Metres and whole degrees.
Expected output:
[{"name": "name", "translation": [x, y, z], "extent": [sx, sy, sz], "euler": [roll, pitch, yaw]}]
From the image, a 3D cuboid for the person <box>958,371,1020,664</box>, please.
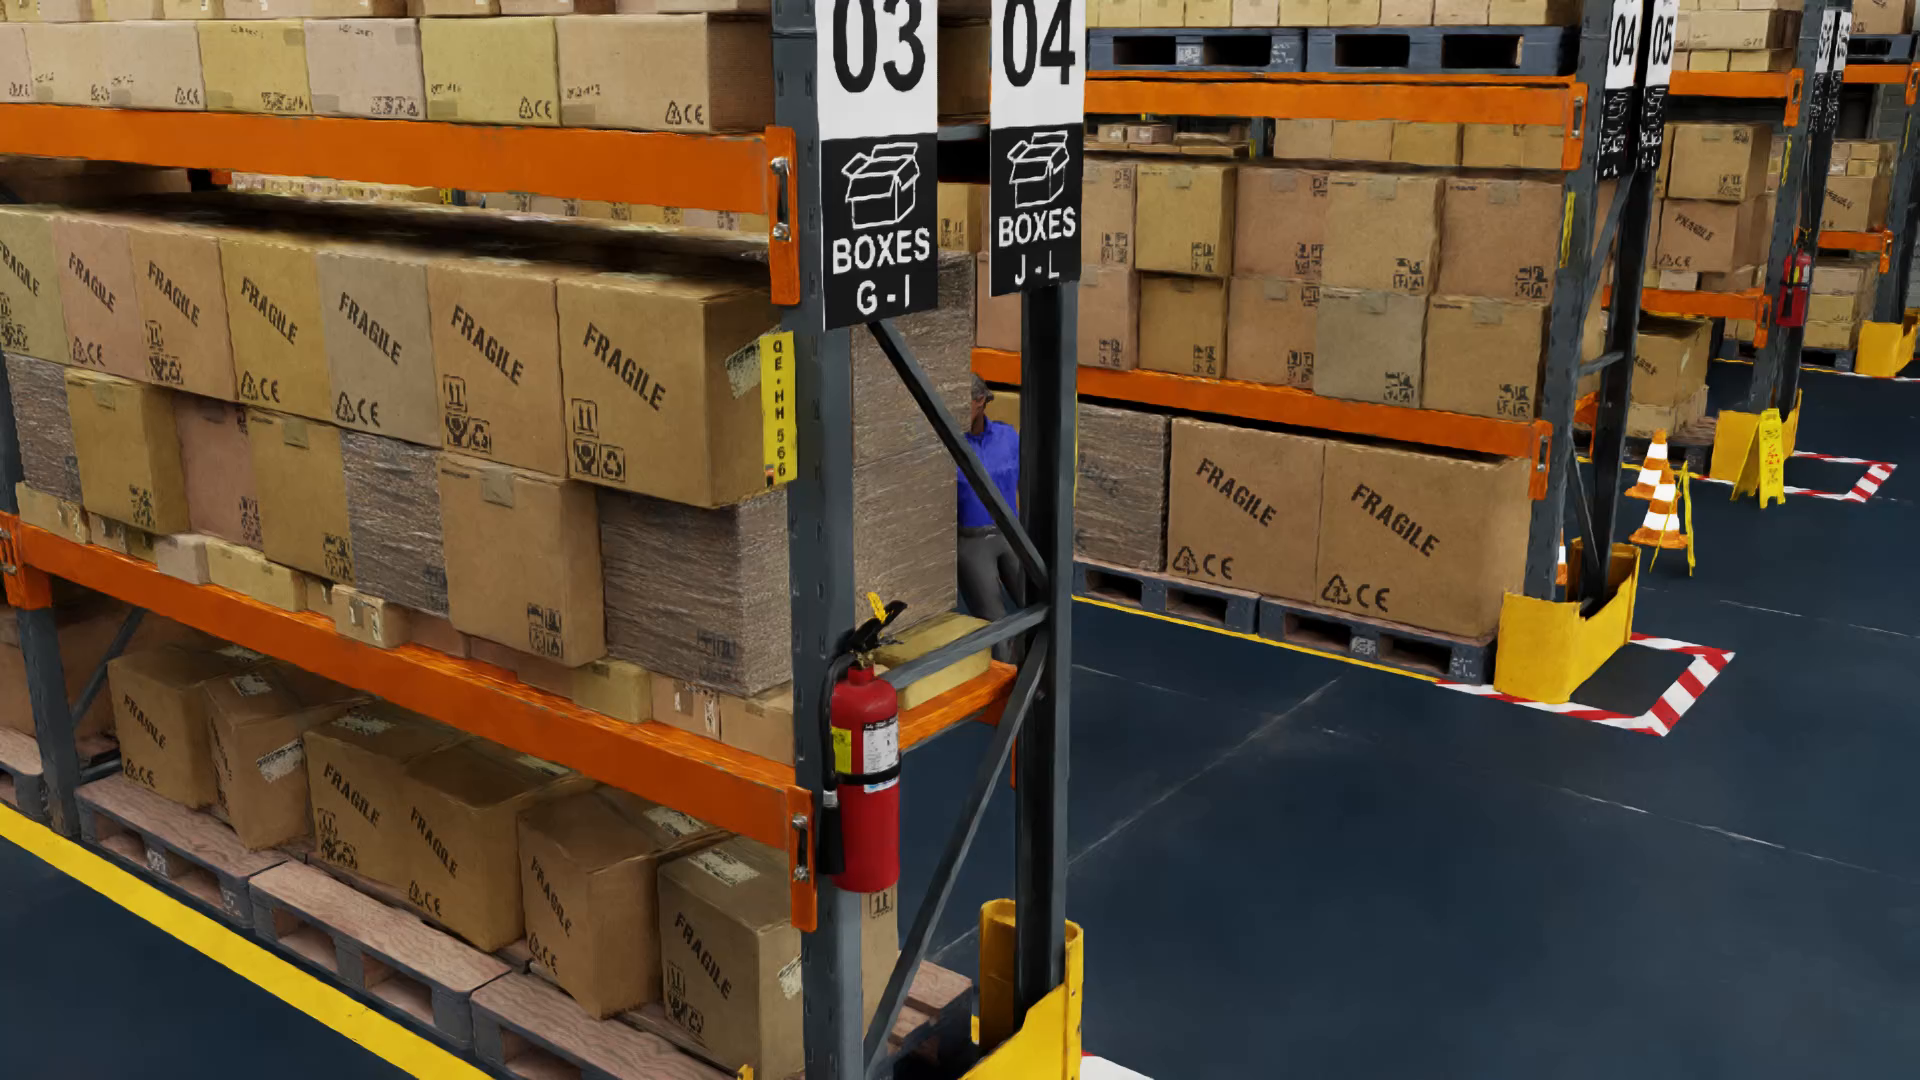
[{"name": "person", "translation": [0.154, 0.041, 7.347], "extent": [0.555, 1.570, 0.432], "euler": [-6, 18, -19]}]
